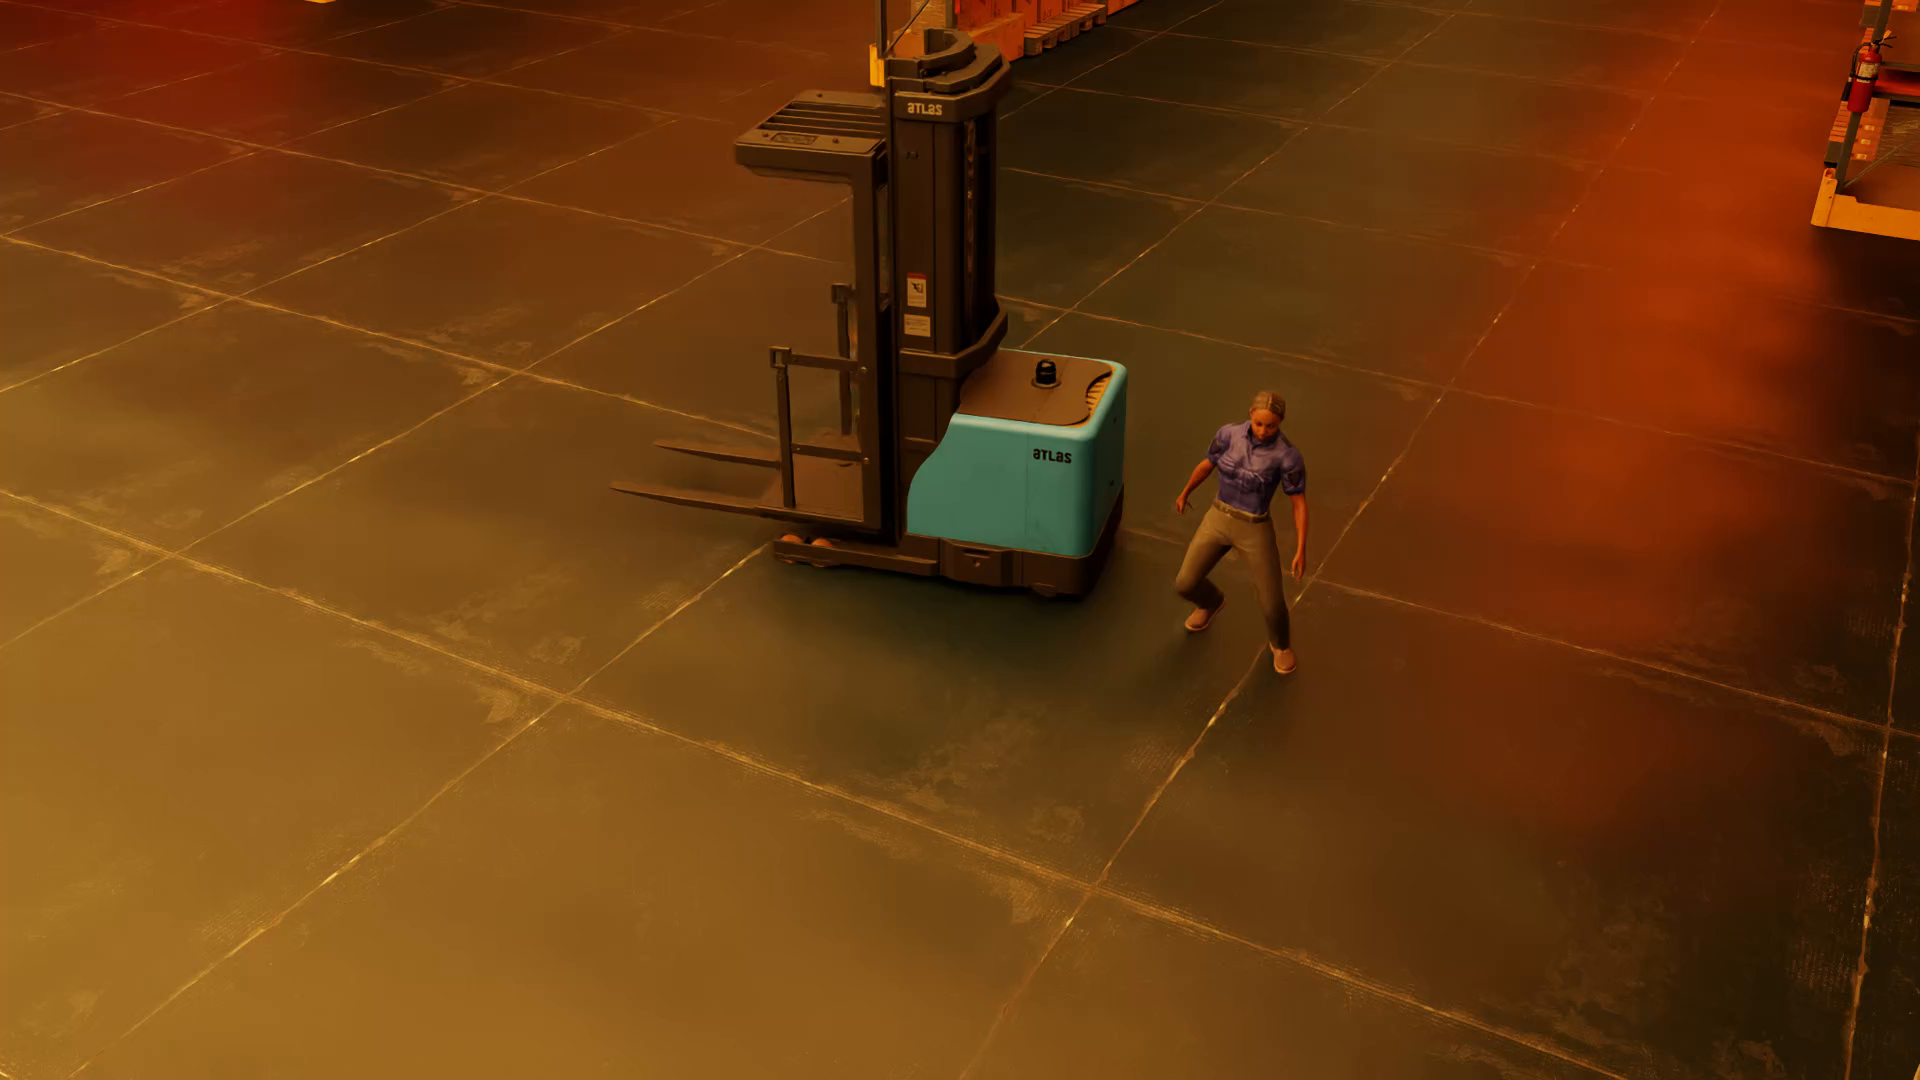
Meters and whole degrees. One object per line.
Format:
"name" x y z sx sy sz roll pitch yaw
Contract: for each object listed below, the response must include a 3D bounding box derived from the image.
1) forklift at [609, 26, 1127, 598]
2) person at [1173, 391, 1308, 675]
"forklift" -0.593 -1.349 9.409 3.031 2.935 1.130 8 31 14
"person" 1.450 -0.084 8.594 0.814 1.576 0.473 20 36 31
